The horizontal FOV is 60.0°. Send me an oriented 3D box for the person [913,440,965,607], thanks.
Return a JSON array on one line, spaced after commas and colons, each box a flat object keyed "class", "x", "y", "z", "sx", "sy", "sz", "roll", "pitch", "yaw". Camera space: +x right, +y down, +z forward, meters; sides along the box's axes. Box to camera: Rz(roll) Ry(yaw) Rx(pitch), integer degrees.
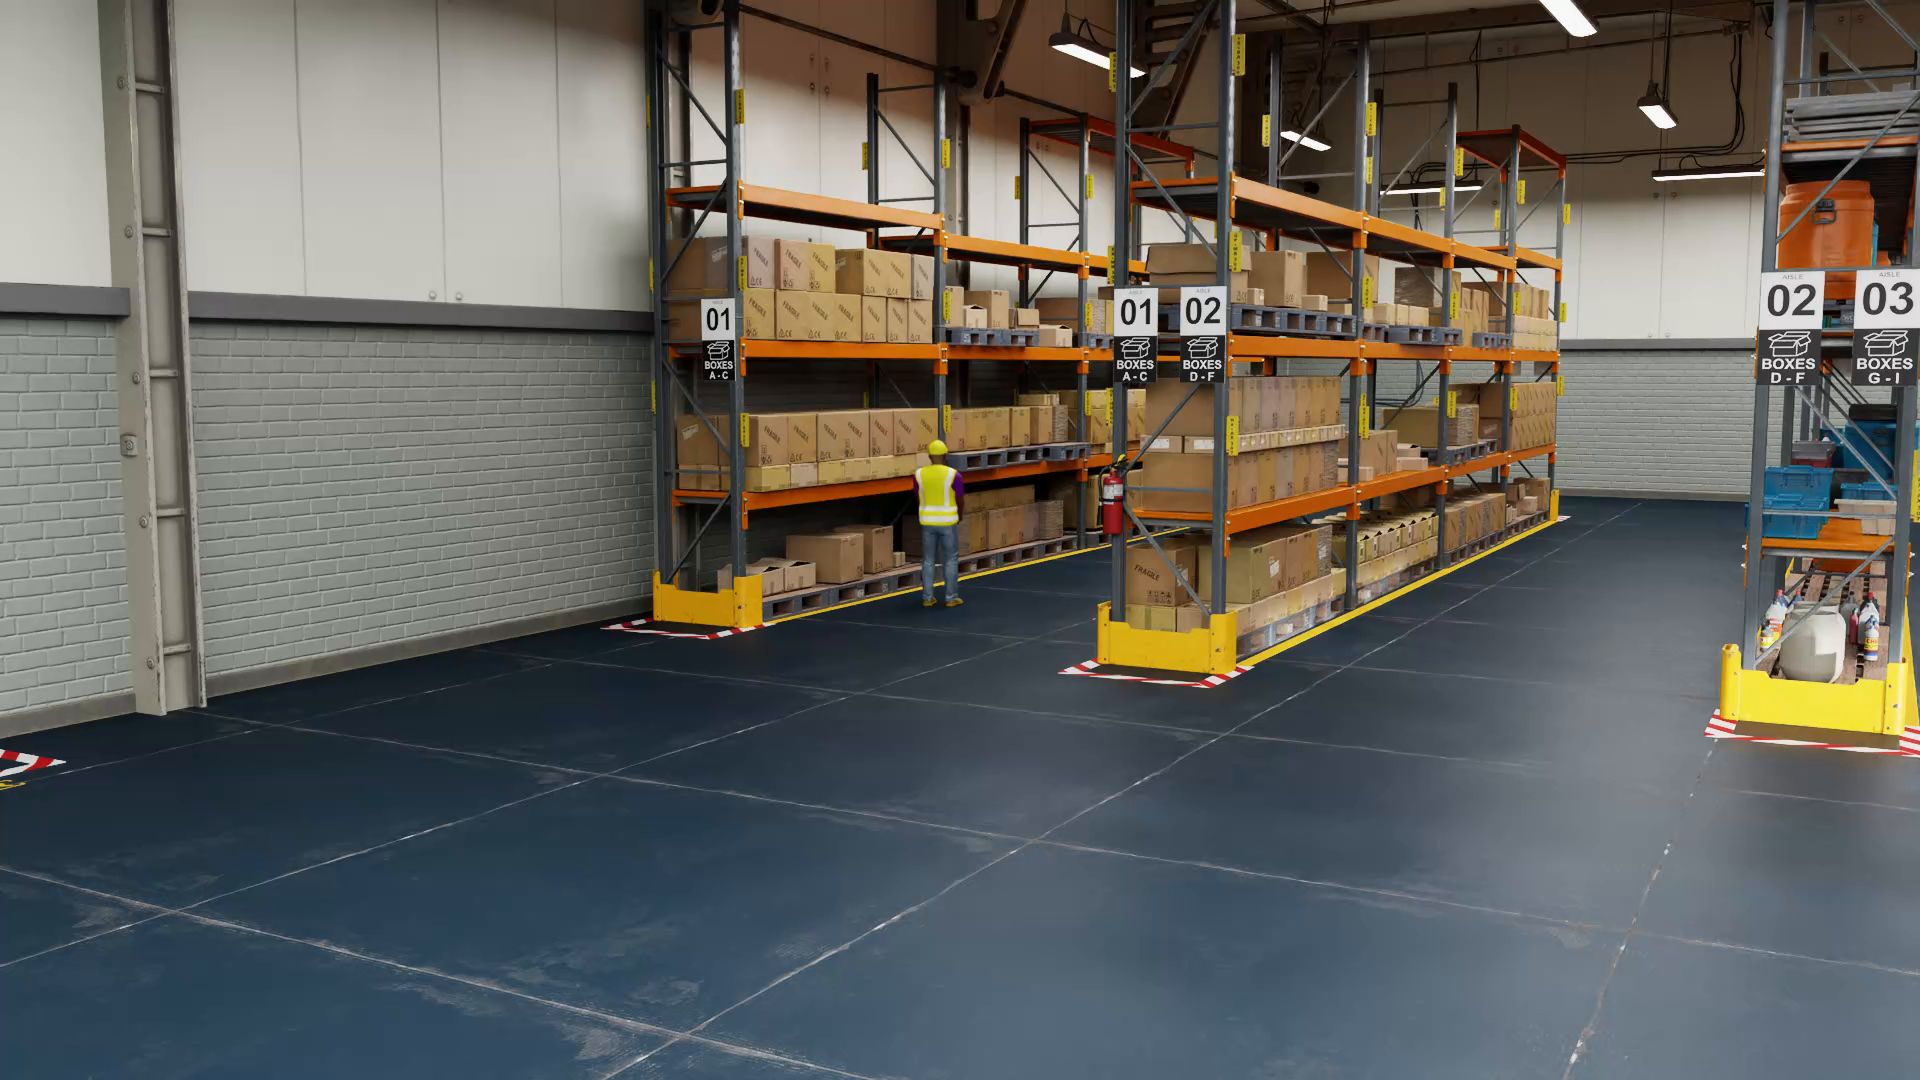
[{"class": "person", "x": -0.204, "y": -0.184, "z": 17.793, "sx": 0.548, "sy": 1.770, "sz": 0.541, "roll": 2, "pitch": 6, "yaw": 15}]
